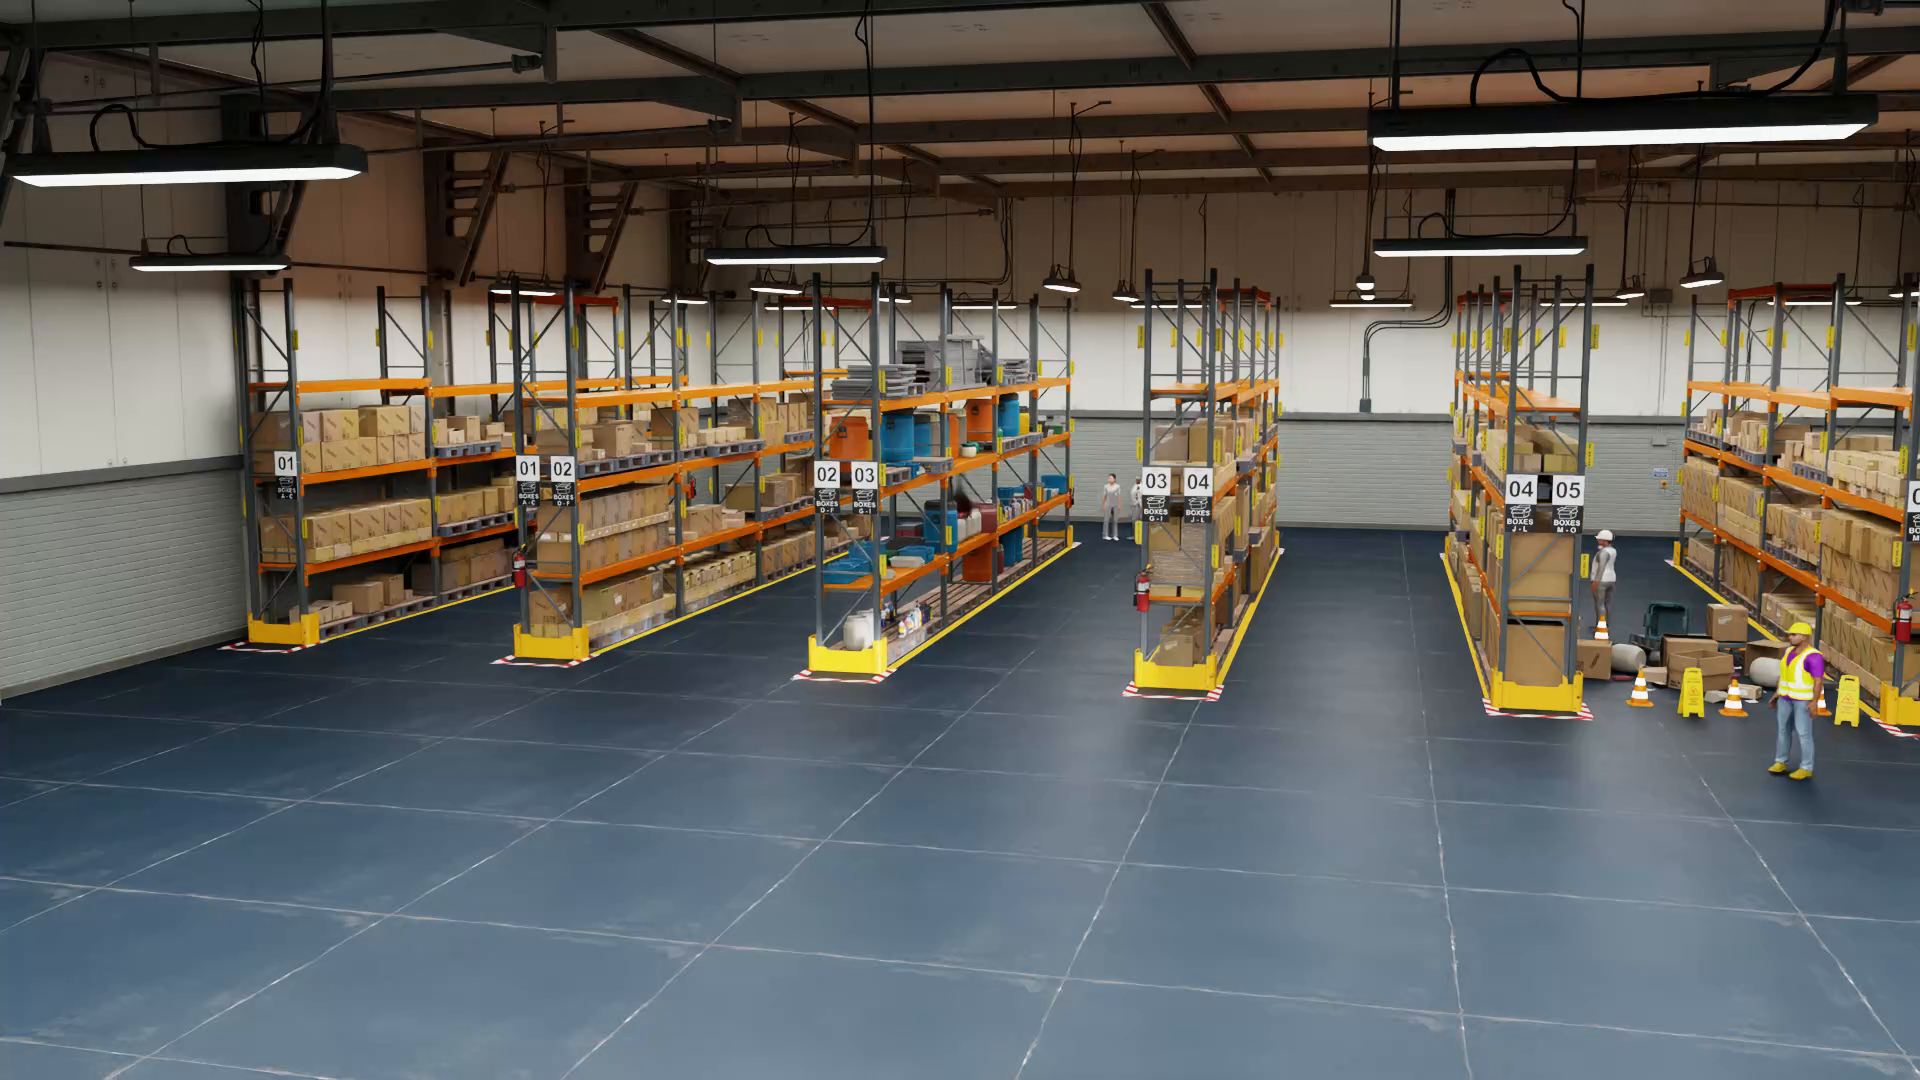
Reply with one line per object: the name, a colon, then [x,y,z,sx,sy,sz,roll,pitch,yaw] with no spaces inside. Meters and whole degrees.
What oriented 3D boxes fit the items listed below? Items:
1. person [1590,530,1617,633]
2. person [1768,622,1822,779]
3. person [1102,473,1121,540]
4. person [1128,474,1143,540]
person: [11.001,0.707,28.560,0.590,1.775,0.494,-5,8,-35]
person: [9.615,1.827,19.152,0.407,1.771,0.621,-3,7,-24]
person: [2.192,-0.447,38.628,4.942,1.689,6.036,-1,7,-11]
person: [4.495,-0.834,41.683,0.515,1.671,0.444,0,7,-4]
